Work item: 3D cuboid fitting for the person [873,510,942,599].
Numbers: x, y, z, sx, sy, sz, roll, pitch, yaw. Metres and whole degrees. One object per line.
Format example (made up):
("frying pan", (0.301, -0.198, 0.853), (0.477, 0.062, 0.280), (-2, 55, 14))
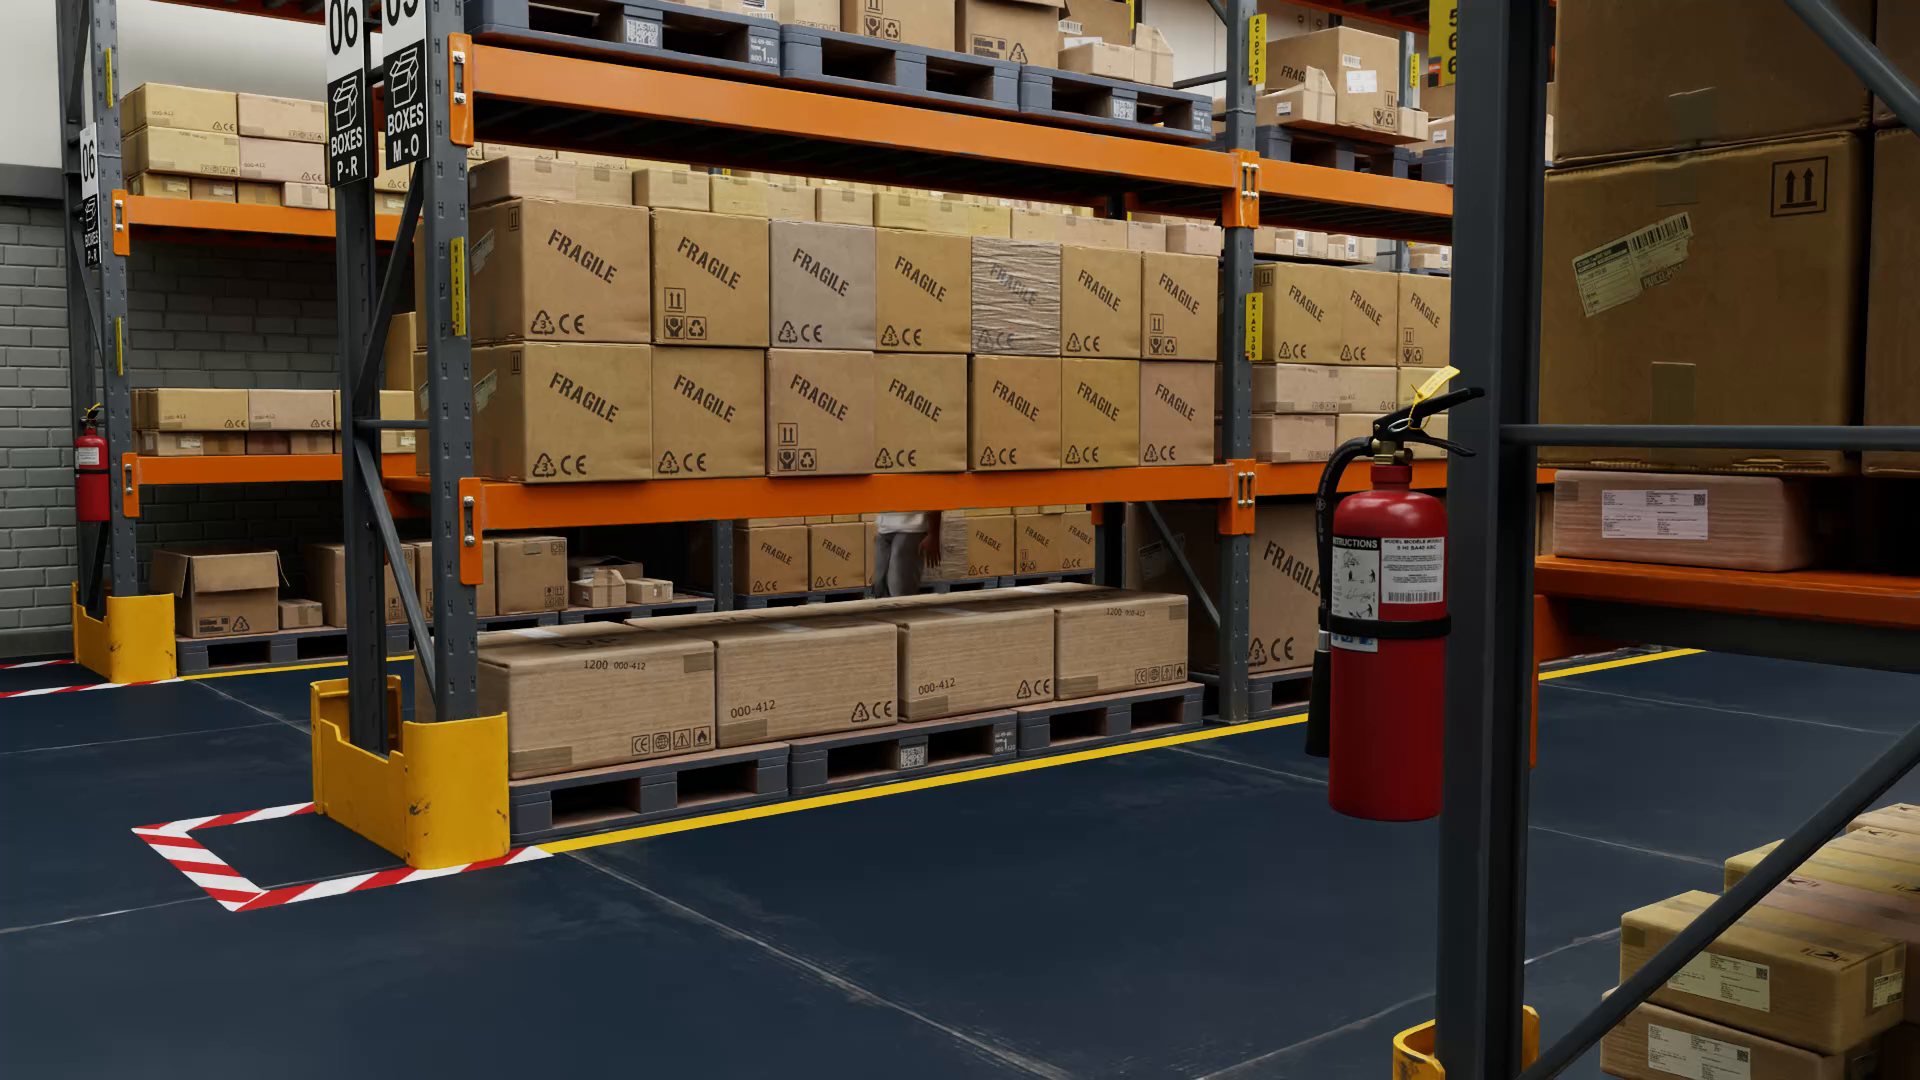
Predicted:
("person", (-0.259, -0.052, 9.564), (0.569, 1.757, 0.604), (-2, 5, -28))
